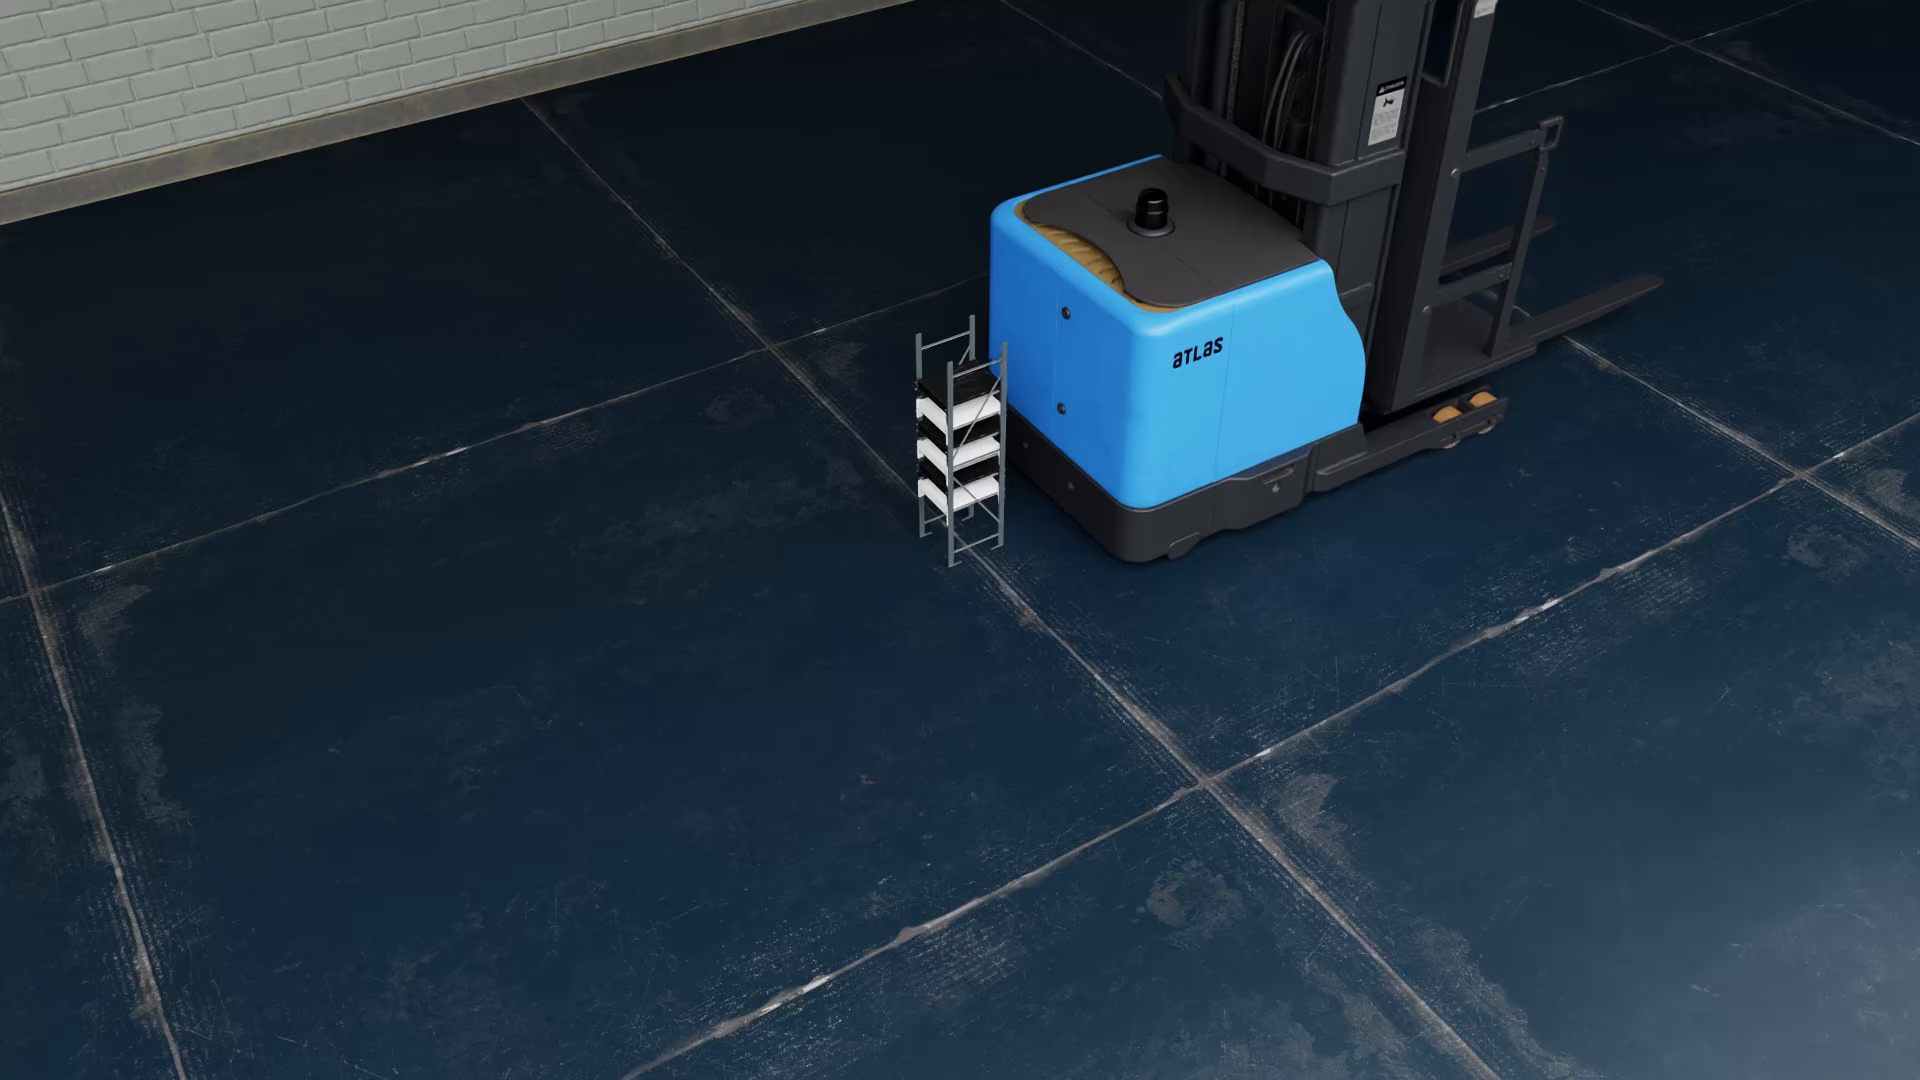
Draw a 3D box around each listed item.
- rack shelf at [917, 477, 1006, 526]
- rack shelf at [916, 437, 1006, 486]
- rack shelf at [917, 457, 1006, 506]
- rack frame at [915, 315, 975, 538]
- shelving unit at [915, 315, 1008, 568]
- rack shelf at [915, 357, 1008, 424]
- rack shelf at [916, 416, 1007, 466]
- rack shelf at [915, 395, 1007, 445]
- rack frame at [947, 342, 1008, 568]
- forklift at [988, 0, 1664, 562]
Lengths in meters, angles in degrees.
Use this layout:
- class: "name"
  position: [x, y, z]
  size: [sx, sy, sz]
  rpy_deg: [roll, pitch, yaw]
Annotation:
- class: "rack shelf"
  position: [0.004, -0.177, 6.093]
  size: [0.258, 0.077, 0.200]
  rpy_deg: [-22, 45, -24]
- class: "rack shelf"
  position: [0.004, -0.316, 5.978]
  size: [0.258, 0.077, 0.200]
  rpy_deg: [-22, 45, -24]
- class: "rack shelf"
  position: [0.004, -0.247, 6.036]
  size: [0.258, 0.077, 0.200]
  rpy_deg: [-22, 45, -24]
- class: "rack frame"
  position: [-0.050, -0.396, 6.023]
  size: [0.240, 0.900, 0.006]
  rpy_deg: [-22, 45, -24]
- class: "shelving unit"
  position: [0.004, -0.341, 5.957]
  size: [0.258, 0.900, 0.210]
  rpy_deg: [-22, 45, -24]
- class: "rack shelf"
  position: [0.004, -0.523, 5.805]
  size: [0.258, 0.077, 0.200]
  rpy_deg: [-22, 45, -24]
- class: "rack shelf"
  position: [0.004, -0.385, 5.920]
  size: [0.258, 0.077, 0.200]
  rpy_deg: [-22, 45, -24]
- class: "rack shelf"
  position: [0.004, -0.454, 5.863]
  size: [0.258, 0.077, 0.200]
  rpy_deg: [-22, 45, -24]
- class: "rack frame"
  position: [0.059, -0.286, 5.891]
  size: [0.240, 0.900, 0.006]
  rpy_deg: [-22, 45, -24]
- class: "forklift"
  position: [1.618, -1.760, 6.072]
  size: [3.031, 2.935, 1.130]
  rpy_deg: [-22, 44, -24]
